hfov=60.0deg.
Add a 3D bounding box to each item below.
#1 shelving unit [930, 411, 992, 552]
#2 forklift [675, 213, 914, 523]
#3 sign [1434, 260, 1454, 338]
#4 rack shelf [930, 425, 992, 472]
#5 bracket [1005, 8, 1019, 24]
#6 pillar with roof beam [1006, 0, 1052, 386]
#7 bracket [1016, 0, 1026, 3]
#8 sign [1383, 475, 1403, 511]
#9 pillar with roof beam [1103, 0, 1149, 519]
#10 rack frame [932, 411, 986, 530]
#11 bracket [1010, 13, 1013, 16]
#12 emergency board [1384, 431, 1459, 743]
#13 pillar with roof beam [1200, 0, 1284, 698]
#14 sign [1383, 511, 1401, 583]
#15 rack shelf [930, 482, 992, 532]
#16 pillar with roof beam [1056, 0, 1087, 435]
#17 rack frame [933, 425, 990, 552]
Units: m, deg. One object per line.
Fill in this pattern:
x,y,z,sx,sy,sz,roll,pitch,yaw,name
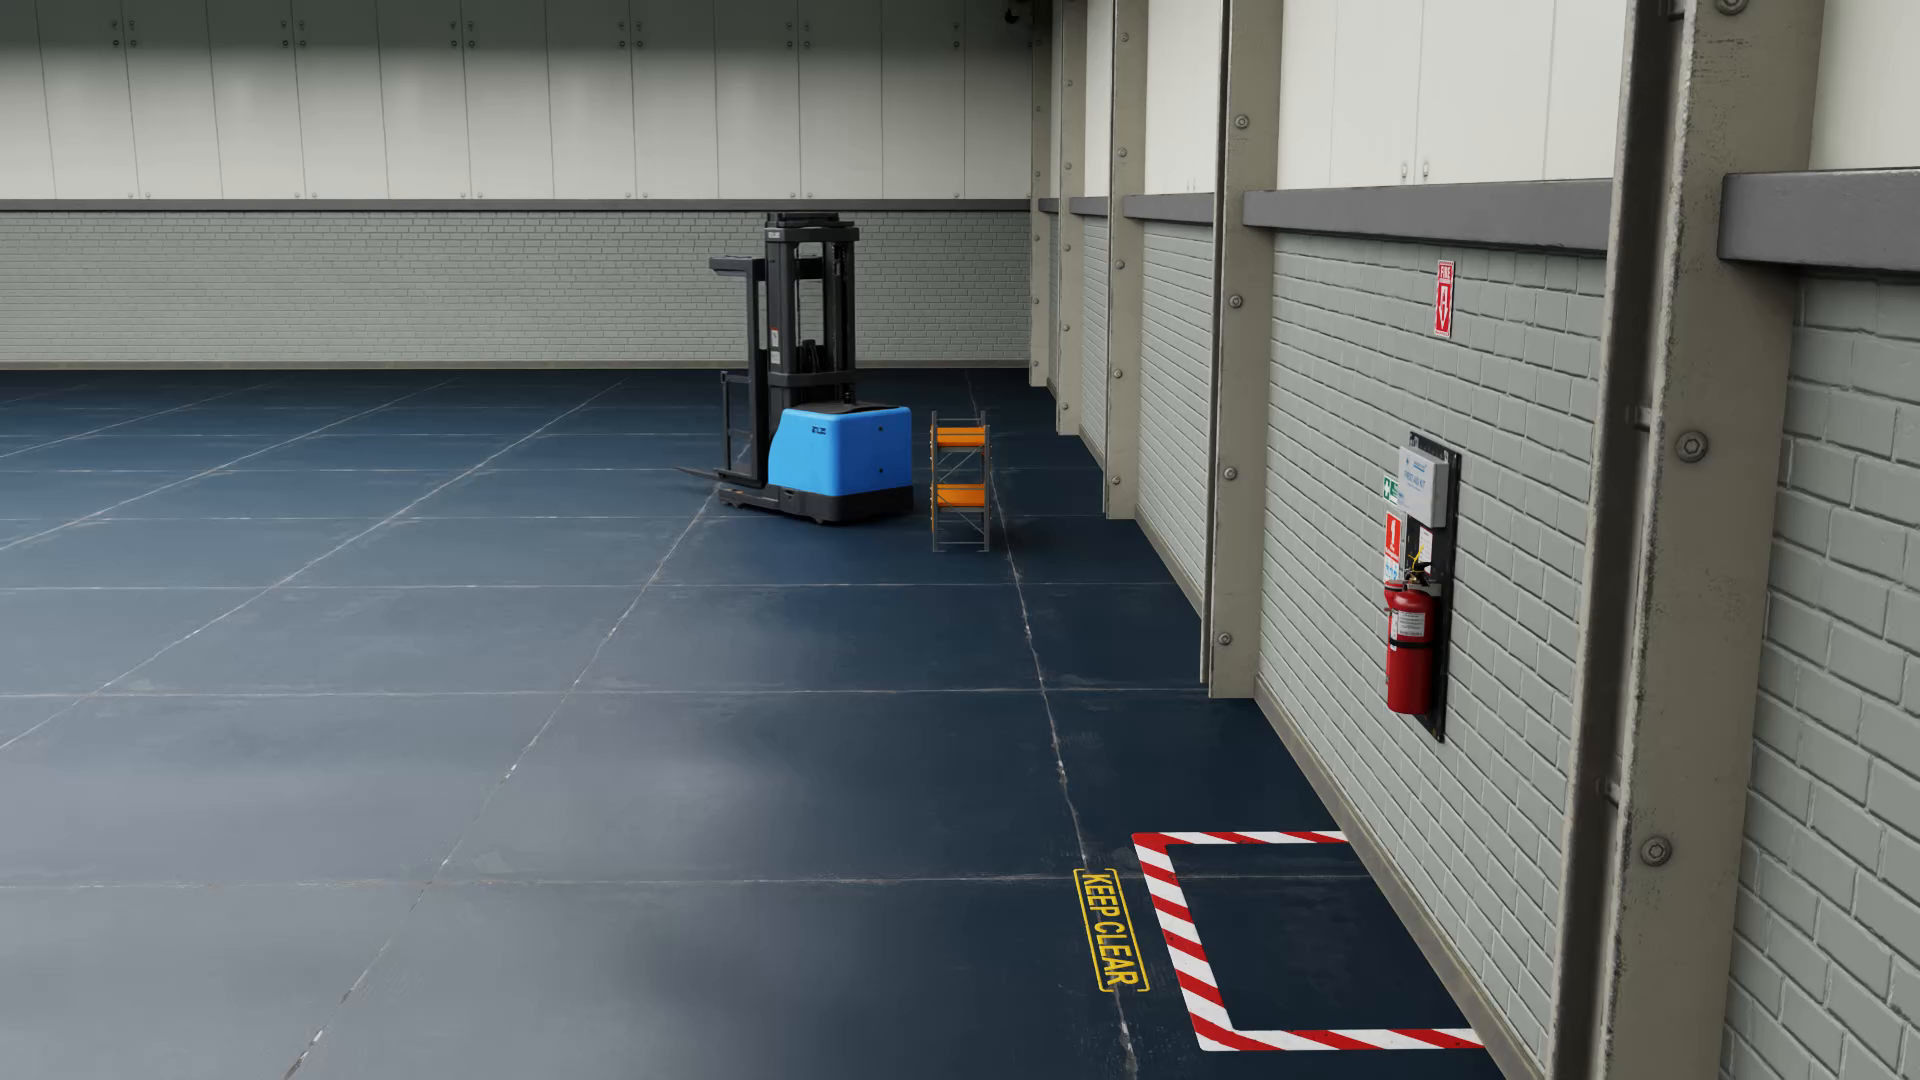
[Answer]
0.000,-0.550,15.132,0.538,1.125,1.048,0,11,-1,shelving unit
-1.824,-1.827,16.885,1.130,2.935,3.031,-10,15,-41,forklift
1.922,-0.959,6.605,0.001,0.298,0.199,0,11,-1,sign
0.000,-0.837,15.073,0.538,0.278,1.000,0,11,-1,rack shelf
0.927,-9.357,29.686,0.235,0.232,0.430,0,11,-1,bracket
-2.964,-7.023,27.235,9.100,9.000,0.548,0,11,-1,pillar with roof beam
0.993,-8.721,26.551,0.235,0.232,0.430,0,11,-1,bracket
1.906,-0.208,7.308,0.001,0.109,0.331,0,11,-1,sign
-2.716,-4.638,15.477,9.100,9.000,0.400,0,11,-1,pillar with roof beam
-0.010,-0.651,15.630,0.500,1.125,0.032,0,11,-1,rack frame
0.939,-9.240,29.107,0.076,0.066,3.189,0,11,-1,bracket
1.823,0.179,6.825,0.194,1.169,0.643,0,11,-1,emergency board
-2.592,-3.445,9.598,9.100,9.000,0.400,0,11,-1,pillar with roof beam
1.914,0.051,7.366,0.001,0.329,0.234,0,11,-1,sign
0.000,-0.310,15.180,0.538,0.278,1.000,0,11,-1,rack shelf
-2.840,-5.830,21.356,9.100,9.000,0.400,0,11,-1,pillar with roof beam
0.011,-0.449,14.633,0.500,1.125,0.032,0,11,-1,rack frame
